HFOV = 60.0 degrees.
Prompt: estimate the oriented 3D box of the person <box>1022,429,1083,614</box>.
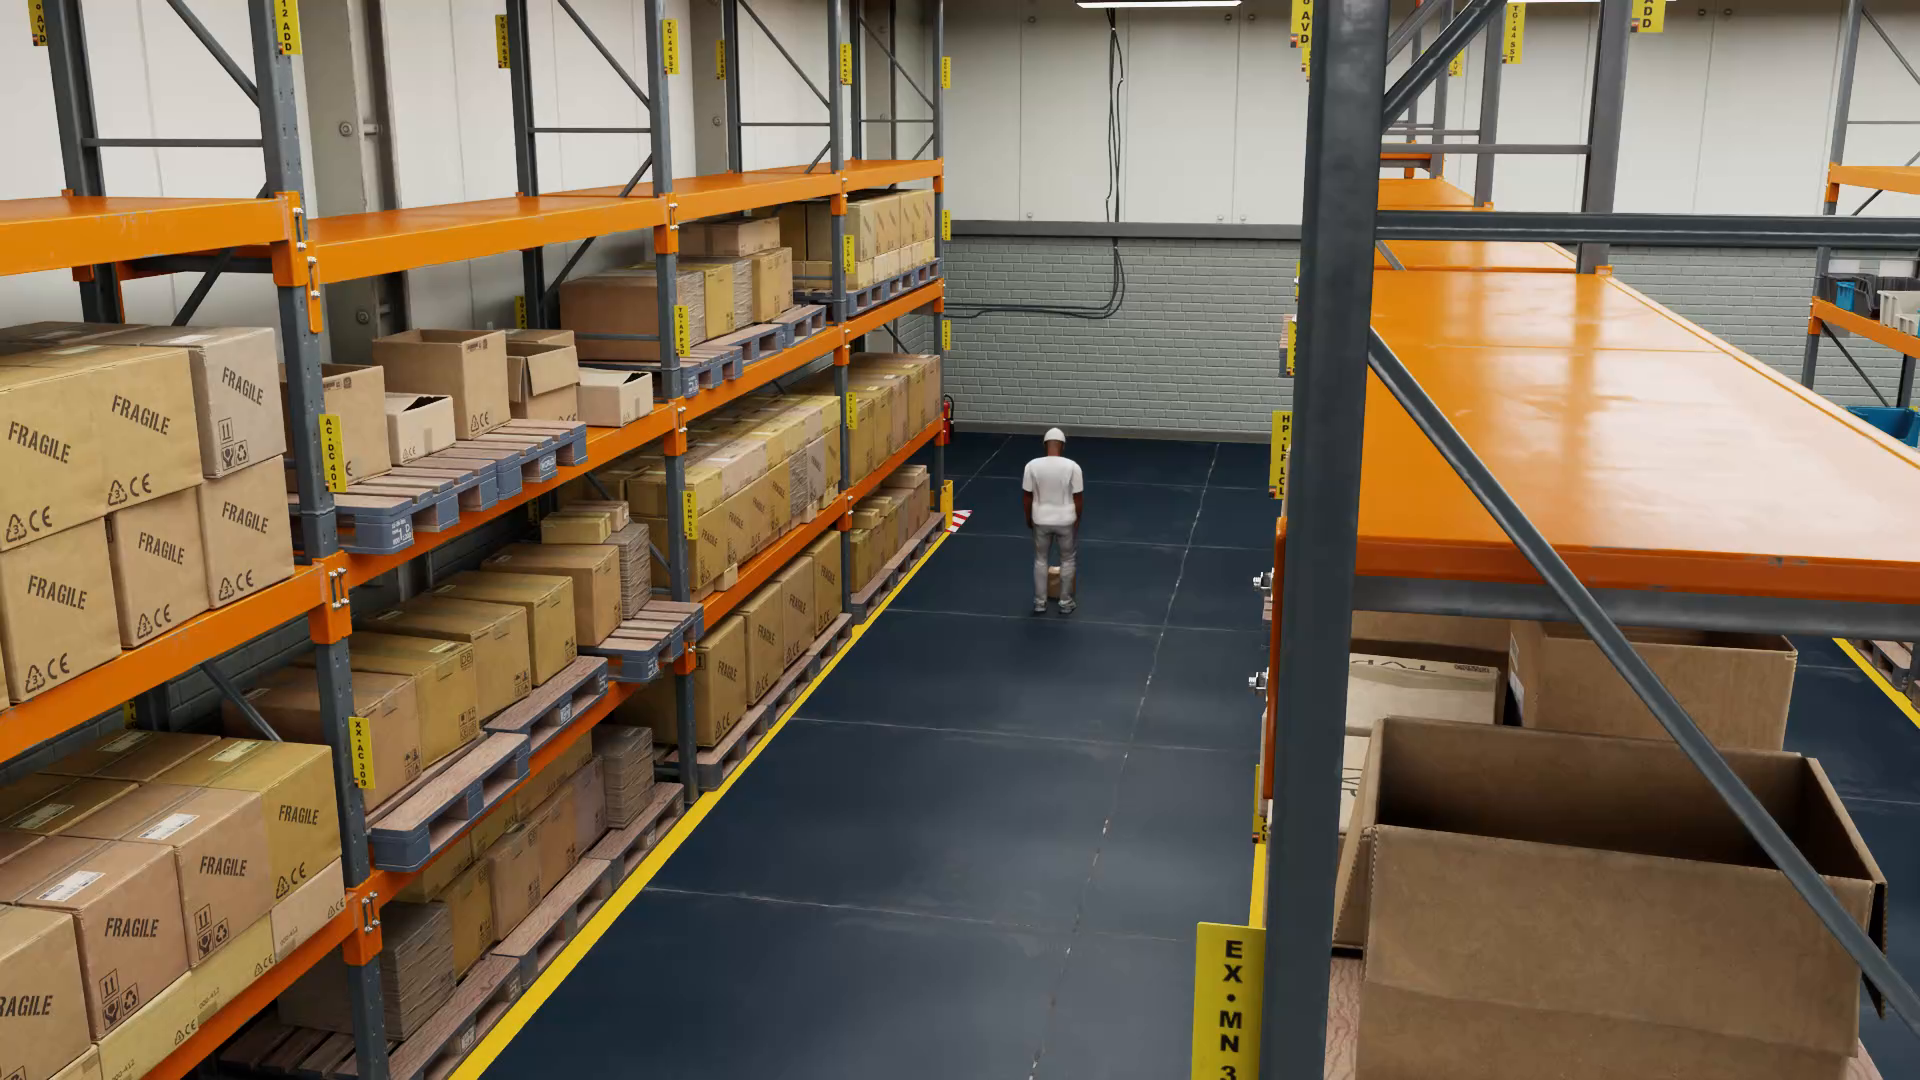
[{"bbox_3d":[0.878,-0.183,15.719,0.578,1.746,0.396,3,15,12],"label":"person"}]
